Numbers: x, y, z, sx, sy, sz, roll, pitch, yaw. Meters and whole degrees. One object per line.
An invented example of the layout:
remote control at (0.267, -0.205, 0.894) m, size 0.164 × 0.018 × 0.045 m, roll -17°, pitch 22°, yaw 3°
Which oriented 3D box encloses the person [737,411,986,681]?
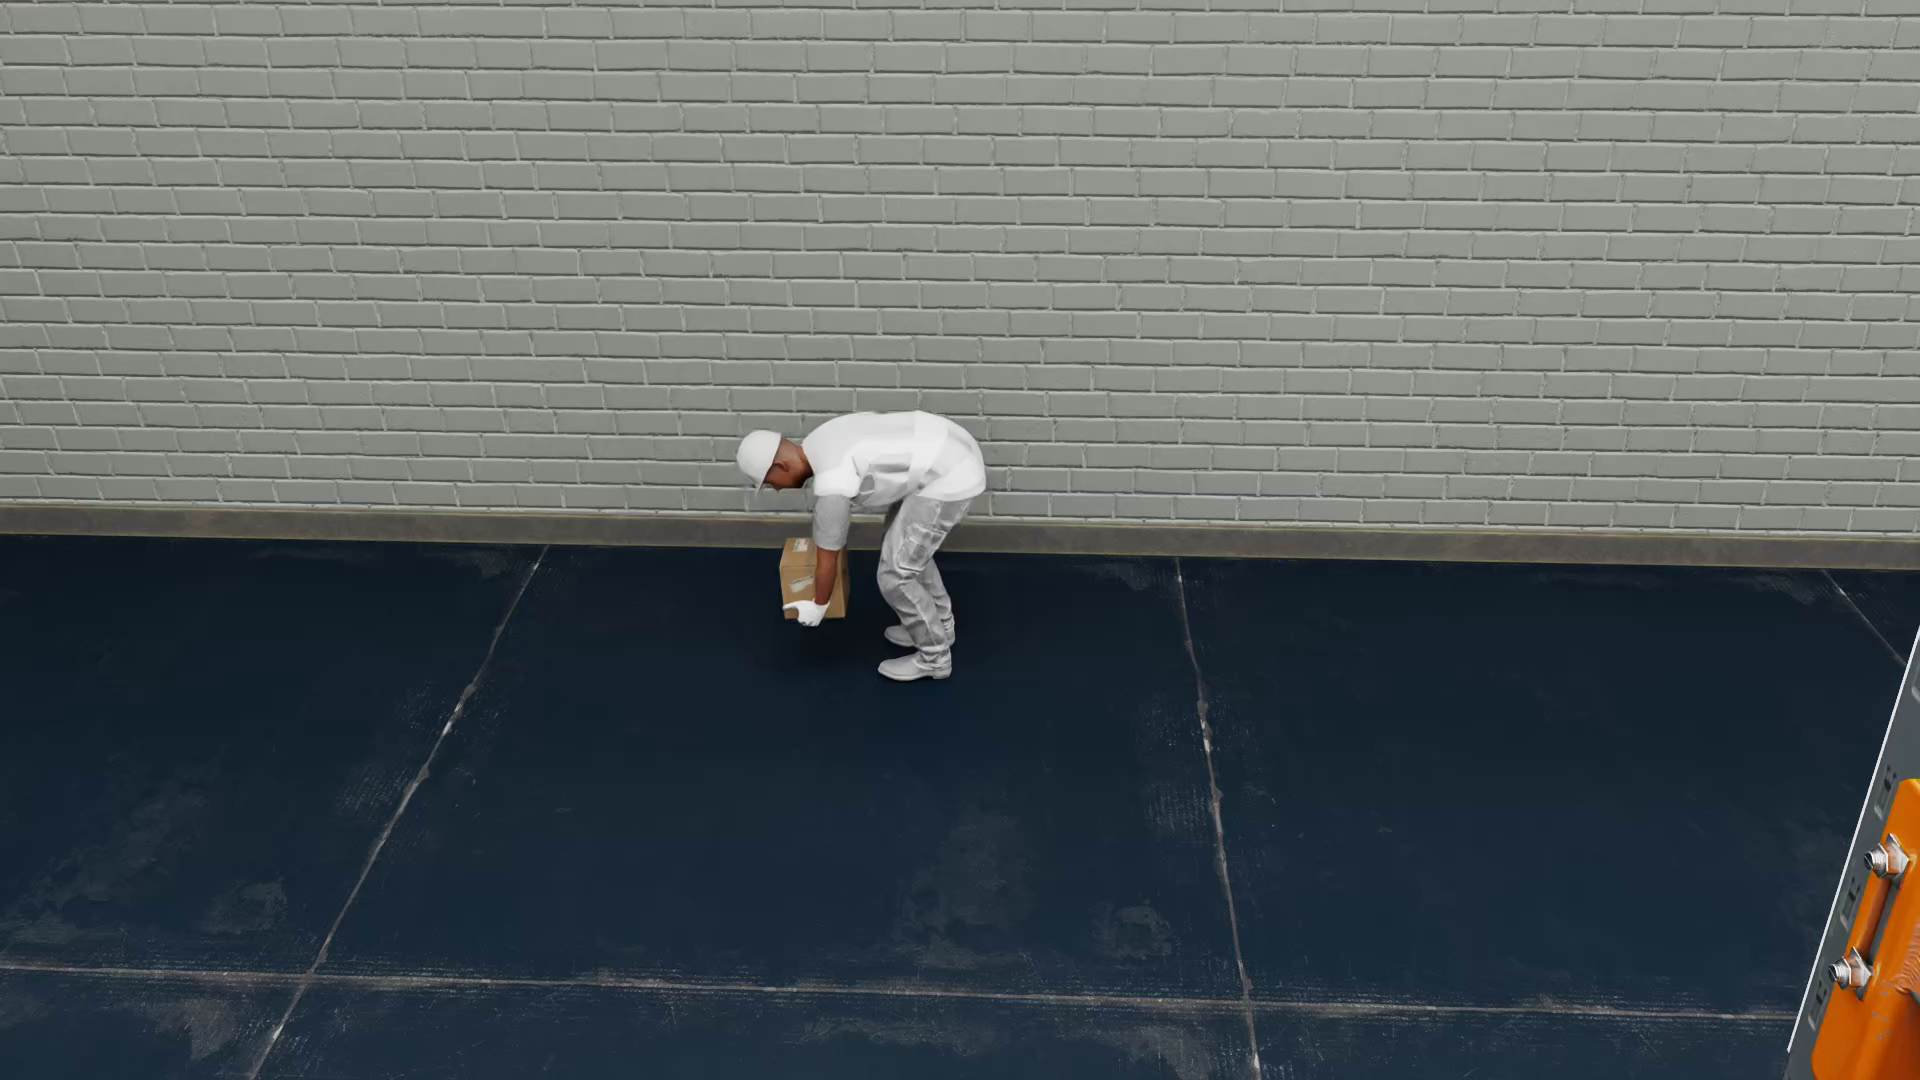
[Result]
person at (-0.391, 0.015, 6.803) m, size 0.991 × 1.097 × 0.507 m, roll 0°, pitch 28°, yaw 0°
